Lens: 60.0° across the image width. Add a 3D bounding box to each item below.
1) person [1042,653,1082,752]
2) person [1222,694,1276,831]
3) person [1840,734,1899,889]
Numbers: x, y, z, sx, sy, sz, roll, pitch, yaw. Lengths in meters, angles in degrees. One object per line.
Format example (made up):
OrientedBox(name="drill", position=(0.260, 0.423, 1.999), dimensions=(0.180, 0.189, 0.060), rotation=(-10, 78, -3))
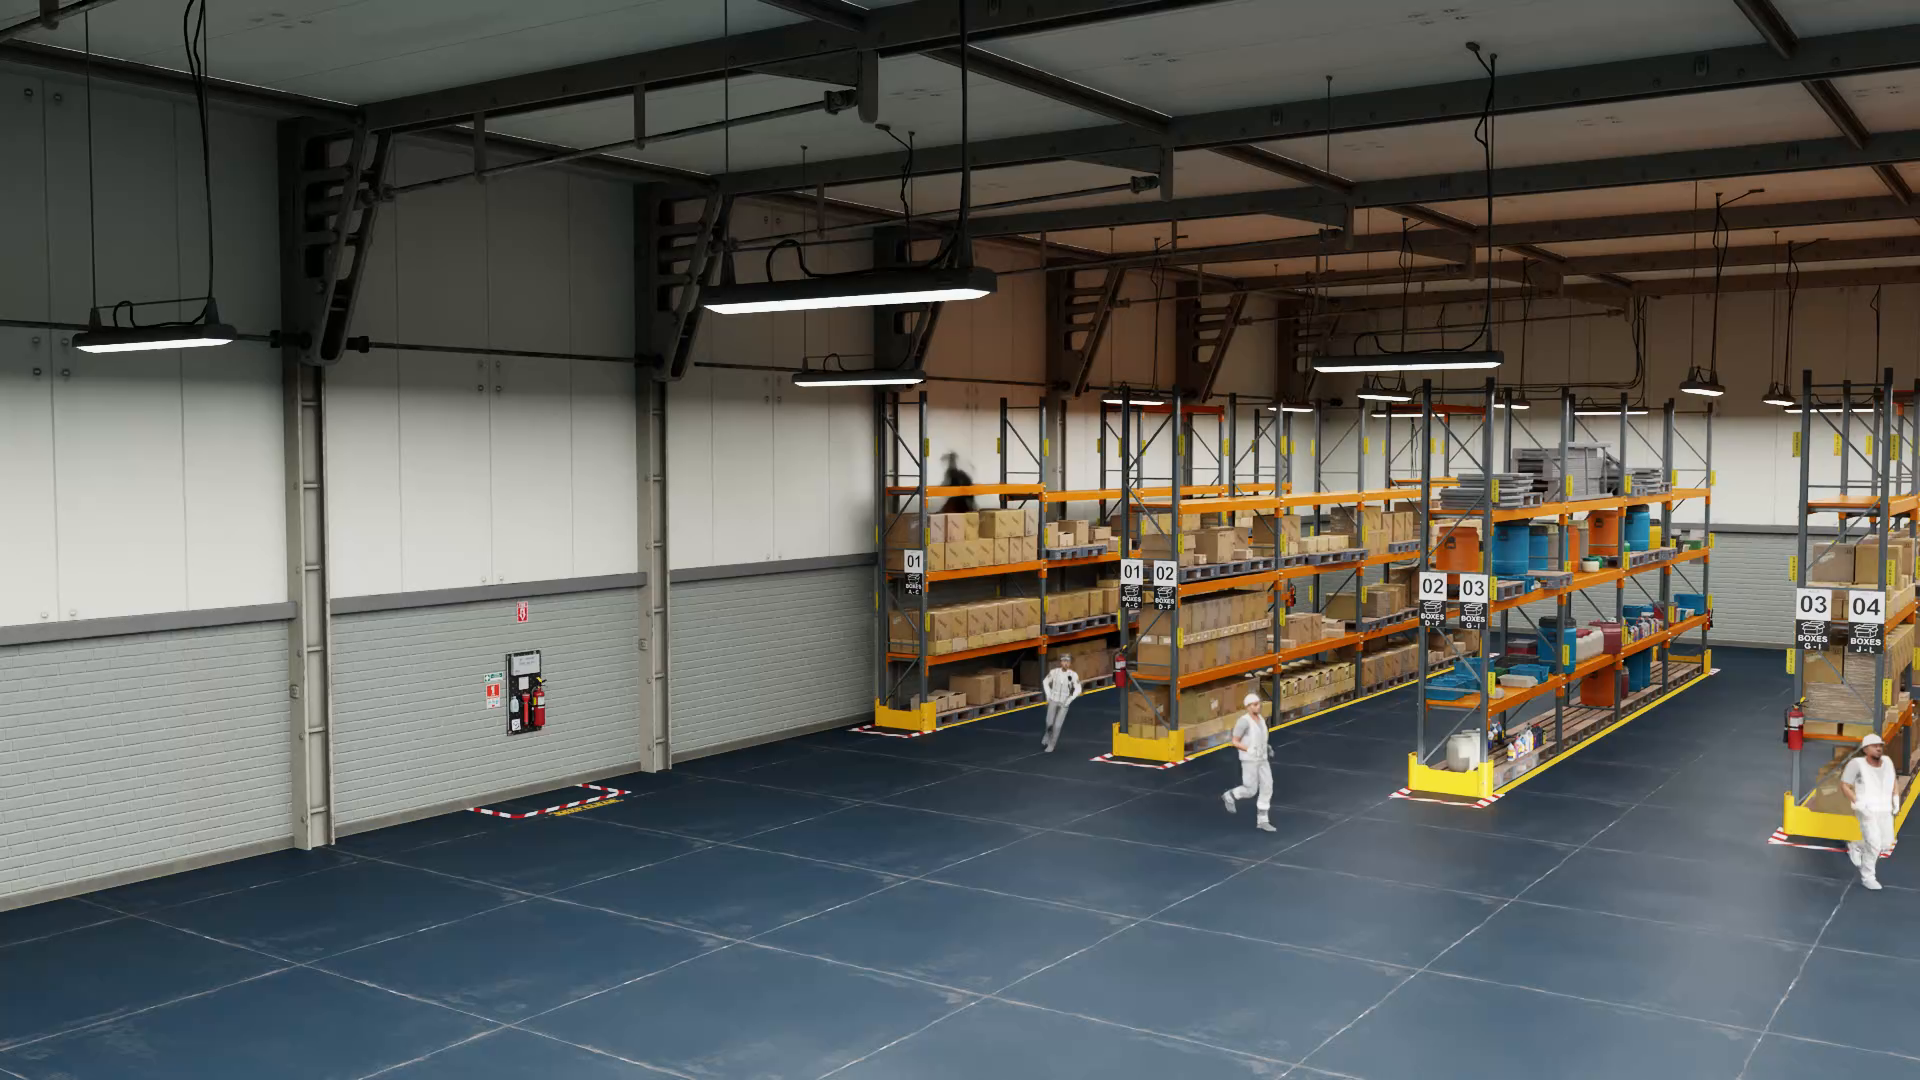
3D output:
OrientedBox(name="person", position=(1.677, 2.674, 27.419), dimensions=(0.673, 1.650, 0.524), rotation=(0, 3, 7))
OrientedBox(name="person", position=(3.843, 2.906, 21.906), dimensions=(0.657, 1.772, 0.869), rotation=(-3, 4, -38))
OrientedBox(name="person", position=(10.395, 3.076, 19.040), dimensions=(0.693, 1.754, 0.664), rotation=(0, 3, -6))
